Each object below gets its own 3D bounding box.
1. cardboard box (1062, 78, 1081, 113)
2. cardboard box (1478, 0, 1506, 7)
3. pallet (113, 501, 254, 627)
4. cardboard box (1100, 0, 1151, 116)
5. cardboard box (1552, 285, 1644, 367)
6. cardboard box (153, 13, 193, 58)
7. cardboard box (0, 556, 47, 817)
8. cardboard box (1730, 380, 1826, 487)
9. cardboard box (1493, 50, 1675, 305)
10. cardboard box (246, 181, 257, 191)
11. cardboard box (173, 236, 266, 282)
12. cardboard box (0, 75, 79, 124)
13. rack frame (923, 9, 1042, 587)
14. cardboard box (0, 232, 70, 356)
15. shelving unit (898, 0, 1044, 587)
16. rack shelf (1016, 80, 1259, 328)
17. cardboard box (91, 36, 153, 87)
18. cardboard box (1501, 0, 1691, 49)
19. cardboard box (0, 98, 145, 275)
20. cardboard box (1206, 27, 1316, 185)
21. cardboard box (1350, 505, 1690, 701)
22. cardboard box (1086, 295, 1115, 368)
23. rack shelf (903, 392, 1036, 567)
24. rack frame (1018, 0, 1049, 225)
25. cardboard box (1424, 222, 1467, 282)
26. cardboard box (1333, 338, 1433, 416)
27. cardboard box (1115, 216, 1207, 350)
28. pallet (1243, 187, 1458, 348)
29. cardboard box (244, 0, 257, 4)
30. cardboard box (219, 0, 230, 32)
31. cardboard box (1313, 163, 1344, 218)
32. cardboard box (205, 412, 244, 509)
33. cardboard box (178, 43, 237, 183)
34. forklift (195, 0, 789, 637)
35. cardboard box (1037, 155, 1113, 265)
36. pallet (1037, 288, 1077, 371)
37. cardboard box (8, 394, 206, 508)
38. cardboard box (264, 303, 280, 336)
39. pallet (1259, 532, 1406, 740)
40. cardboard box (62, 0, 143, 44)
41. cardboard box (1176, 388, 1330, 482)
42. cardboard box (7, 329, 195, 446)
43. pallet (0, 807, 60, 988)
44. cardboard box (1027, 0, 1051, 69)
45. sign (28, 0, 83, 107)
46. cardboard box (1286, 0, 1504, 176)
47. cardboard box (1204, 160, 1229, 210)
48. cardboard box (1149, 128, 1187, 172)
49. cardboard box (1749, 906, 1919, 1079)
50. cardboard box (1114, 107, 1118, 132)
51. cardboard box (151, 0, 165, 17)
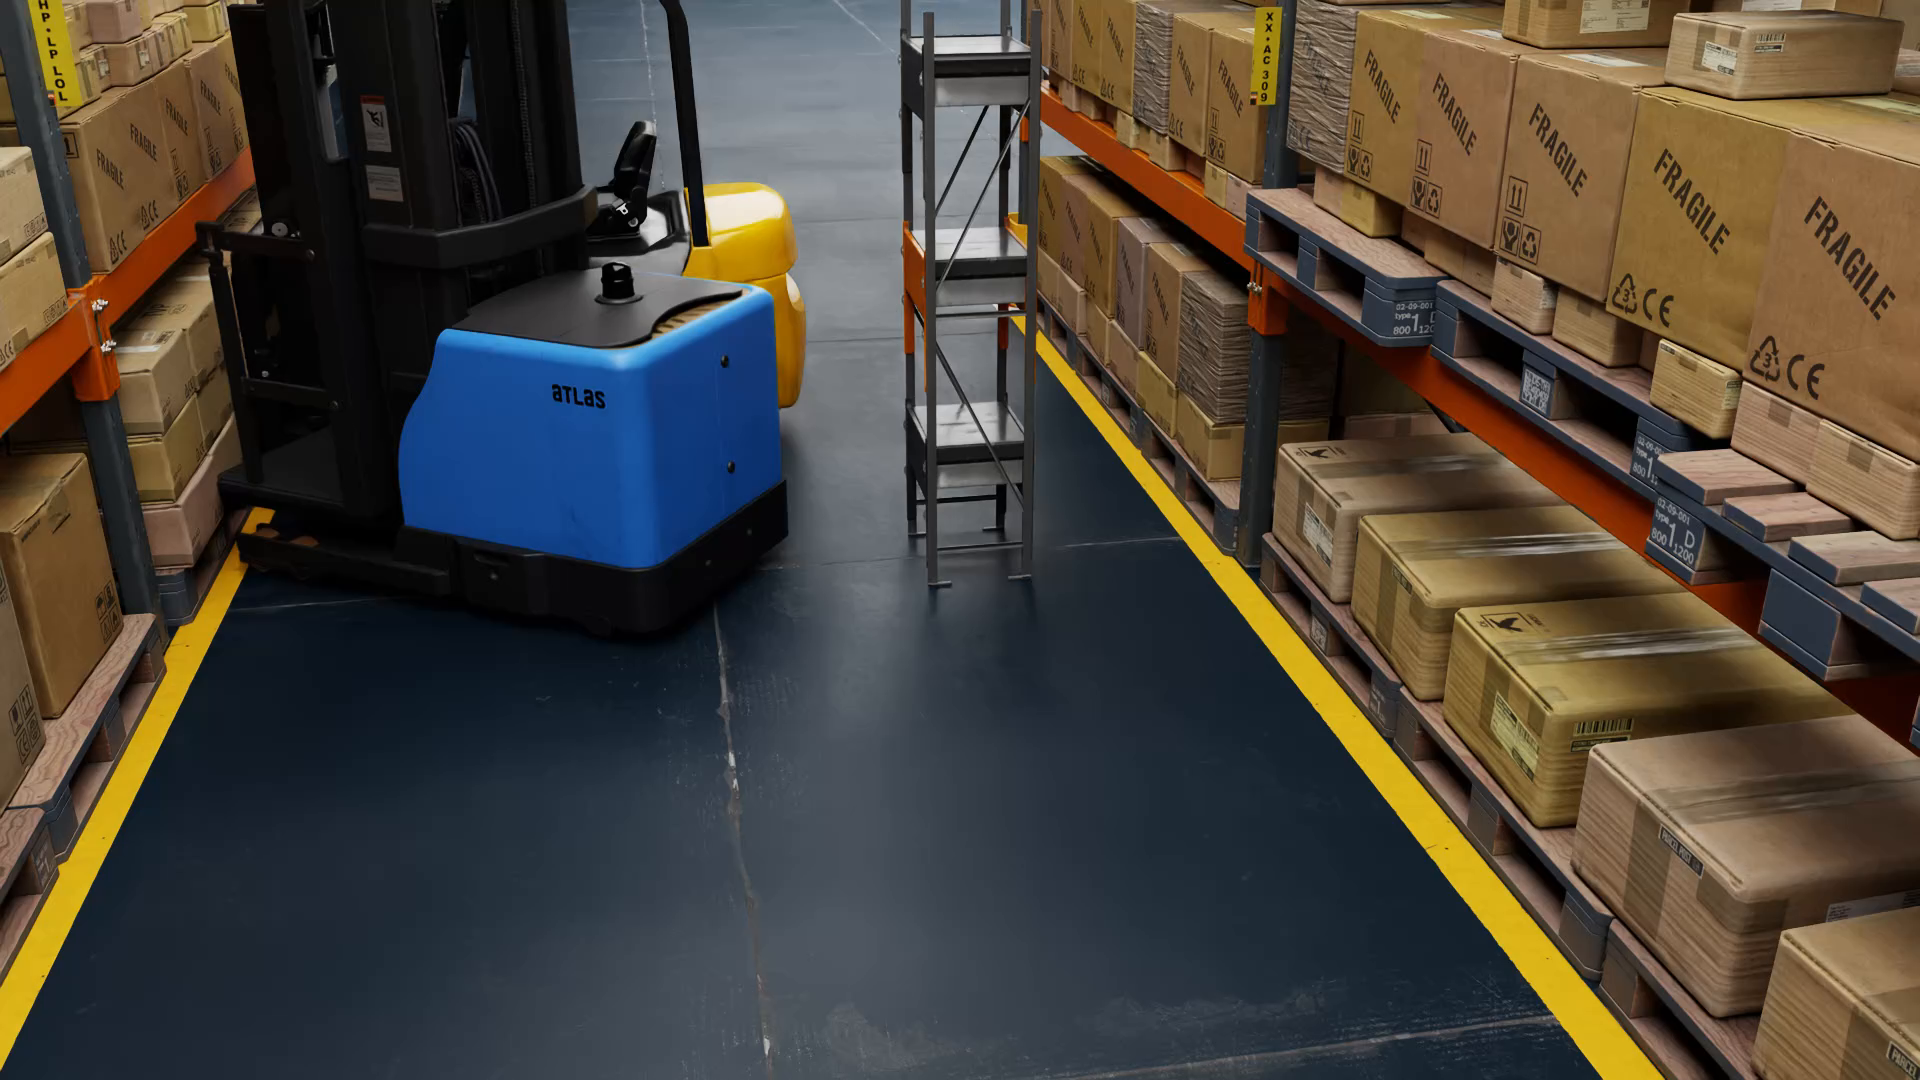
[{"bbox_3d":[0.743,-2.314,8.614,0.380,0.149,0.250,-4,24,-9],"label":"cardboard box"},{"bbox_3d":[1.902,-1.526,5.475,0.500,0.500,0.500,-5,24,-11],"label":"cardboard box"},{"bbox_3d":[-3.392,0.014,6.453,1.003,0.211,1.213,-4,24,-10],"label":"pallet"},{"bbox_3d":[0.963,-2.262,7.684,0.500,0.500,0.500,-5,24,-11],"label":"cardboard box"},{"bbox_3d":[1.675,-0.535,4.017,0.380,0.149,0.250,-5,24,-11],"label":"cardboard box"},{"bbox_3d":[-3.353,-2.045,6.749,0.380,0.149,0.250,-5,24,-11],"label":"cardboard box"},{"bbox_3d":[-3.043,0.459,4.395,0.875,0.625,0.625,-5,24,-10],"label":"cardboard box"},{"bbox_3d":[1.789,-0.227,3.312,0.380,0.149,0.250,-5,24,-12],"label":"cardboard box"},{"bbox_3d":[1.673,-0.892,4.022,0.500,0.500,0.500,-5,24,-12],"label":"cardboard box"},{"bbox_3d":[-3.634,-1.753,8.678,0.500,0.250,0.500,-4,24,-8],"label":"cardboard box"},{"bbox_3d":[-3.345,-1.155,7.309,0.500,0.250,0.500,-5,24,-11],"label":"cardboard box"},{"bbox_3d":[-3.087,-1.435,5.353,0.380,0.149,0.250,-5,24,-11],"label":"cardboard box"},{"bbox_3d":[0.076,-0.801,5.961,0.400,2.100,0.015,-4,24,-10],"label":"rack frame"},{"bbox_3d":[-2.936,-0.700,4.792,0.500,0.250,0.500,-4,24,-9],"label":"cardboard box"},{"bbox_3d":[0.031,-0.897,6.181,0.431,2.100,0.503,-4,24,-10],"label":"shelving unit"},{"bbox_3d":[1.221,-1.773,7.961,1.077,0.370,4.000,-4,24,-10],"label":"rack shelf"},{"bbox_3d":[-3.184,-1.740,6.051,0.380,0.149,0.250,-4,24,-9],"label":"cardboard box"},{"bbox_3d":[1.633,-1.357,4.278,0.380,0.149,0.250,-3,24,-7],"label":"cardboard box"},{"bbox_3d":[-3.112,-1.187,5.595,0.500,0.500,0.500,-5,24,-11],"label":"cardboard box"},{"bbox_3d":[1.265,-1.655,6.295,0.500,0.500,0.500,-5,24,-11],"label":"cardboard box"},{"bbox_3d":[1.827,0.184,5.339,0.950,0.372,0.625,-3,24,-6],"label":"cardboard box"},{"bbox_3d":[0.929,-1.069,8.361,0.500,0.250,0.500,-3,24,-6],"label":"cardboard box"},{"bbox_3d":[0.031,-0.243,6.466,0.431,0.518,0.480,-4,24,-10],"label":"rack shelf"},{"bbox_3d":[0.852,-2.890,9.619,1.000,3.000,0.127,-4,24,-10],"label":"rack frame"},{"bbox_3d":[1.554,-0.844,4.724,0.380,0.149,0.250,-4,24,-9],"label":"cardboard box"},{"bbox_3d":[1.747,-0.844,6.909,0.500,0.500,0.500,-3,24,-7],"label":"cardboard box"},{"bbox_3d":[1.027,-1.206,7.737,0.500,0.500,0.500,-3,24,-7],"label":"cardboard box"},{"bbox_3d":[1.590,-0.917,5.342,1.003,0.211,1.213,-4,24,-10],"label":"pallet"},{"bbox_3d":[-3.610,-2.650,8.134,0.380,0.149,0.250,-4,24,-9],"label":"cardboard box"},{"bbox_3d":[-3.492,-2.343,7.433,0.380,0.149,0.250,-5,24,-11],"label":"cardboard box"},{"bbox_3d":[1.383,-1.153,5.431,0.380,0.149,0.250,-4,24,-9],"label":"cardboard box"},{"bbox_3d":[-3.159,-0.293,6.584,0.500,0.250,0.500,-5,24,-11],"label":"cardboard box"},{"bbox_3d":[-3.391,-1.789,6.974,0.500,0.500,0.500,-4,24,-9],"label":"cardboard box"},{"bbox_3d":[-2.247,-1.372,6.229,3.031,2.935,1.130,10,25,21],"label":"forklift"},{"bbox_3d":[0.734,-1.819,9.140,0.500,0.500,0.500,-5,24,-12],"label":"cardboard box"},{"bbox_3d":[0.981,-1.260,9.371,1.003,0.211,1.213,-4,24,-10],"label":"pallet"},{"bbox_3d":[-3.072,-0.322,6.026,0.500,0.250,0.500,-4,24,-10],"label":"cardboard box"},{"bbox_3d":[-3.341,-0.917,7.389,0.500,0.250,0.500,-4,24,-10],"label":"cardboard box"},{"bbox_3d":[1.737,0.268,5.873,1.003,0.211,1.213,-4,24,-10],"label":"pallet"},{"bbox_3d":[-3.193,-1.879,5.997,0.380,0.149,0.250,-4,24,-9],"label":"cardboard box"},{"bbox_3d":[1.218,-0.461,6.969,0.500,0.250,0.500,-3,24,-7],"label":"cardboard box"},{"bbox_3d":[-3.067,-0.552,5.927,0.500,0.250,0.500,-5,24,-11],"label":"cardboard box"},{"bbox_3d":[-2.883,1.098,3.972,1.003,0.211,1.213,-4,24,-10],"label":"pallet"},{"bbox_3d":[0.667,-2.865,9.065,0.500,0.500,0.500,-5,24,-11],"label":"cardboard box"},{"bbox_3d":[-2.755,-1.486,5.056,0.100,0.325,0.005,-4,24,-10],"label":"sign"},{"bbox_3d":[1.396,-1.485,5.382,0.500,0.500,0.500,-4,24,-8],"label":"cardboard box"},{"bbox_3d":[1.179,-1.403,6.528,0.380,0.149,0.250,-4,24,-9],"label":"cardboard box"},{"bbox_3d":[1.041,-1.704,7.219,0.380,0.149,0.250,-5,24,-11],"label":"cardboard box"},{"bbox_3d":[2.236,1.046,3.366,0.950,0.372,0.625,-6,24,-13],"label":"cardboard box"},{"bbox_3d":[0.951,-2.009,7.916,0.380,0.149,0.250,-5,24,-11],"label":"cardboard box"},{"bbox_3d":[-3.433,-2.172,6.668,0.380,0.149,0.250,-4,24,-10],"label":"cardboard box"}]
